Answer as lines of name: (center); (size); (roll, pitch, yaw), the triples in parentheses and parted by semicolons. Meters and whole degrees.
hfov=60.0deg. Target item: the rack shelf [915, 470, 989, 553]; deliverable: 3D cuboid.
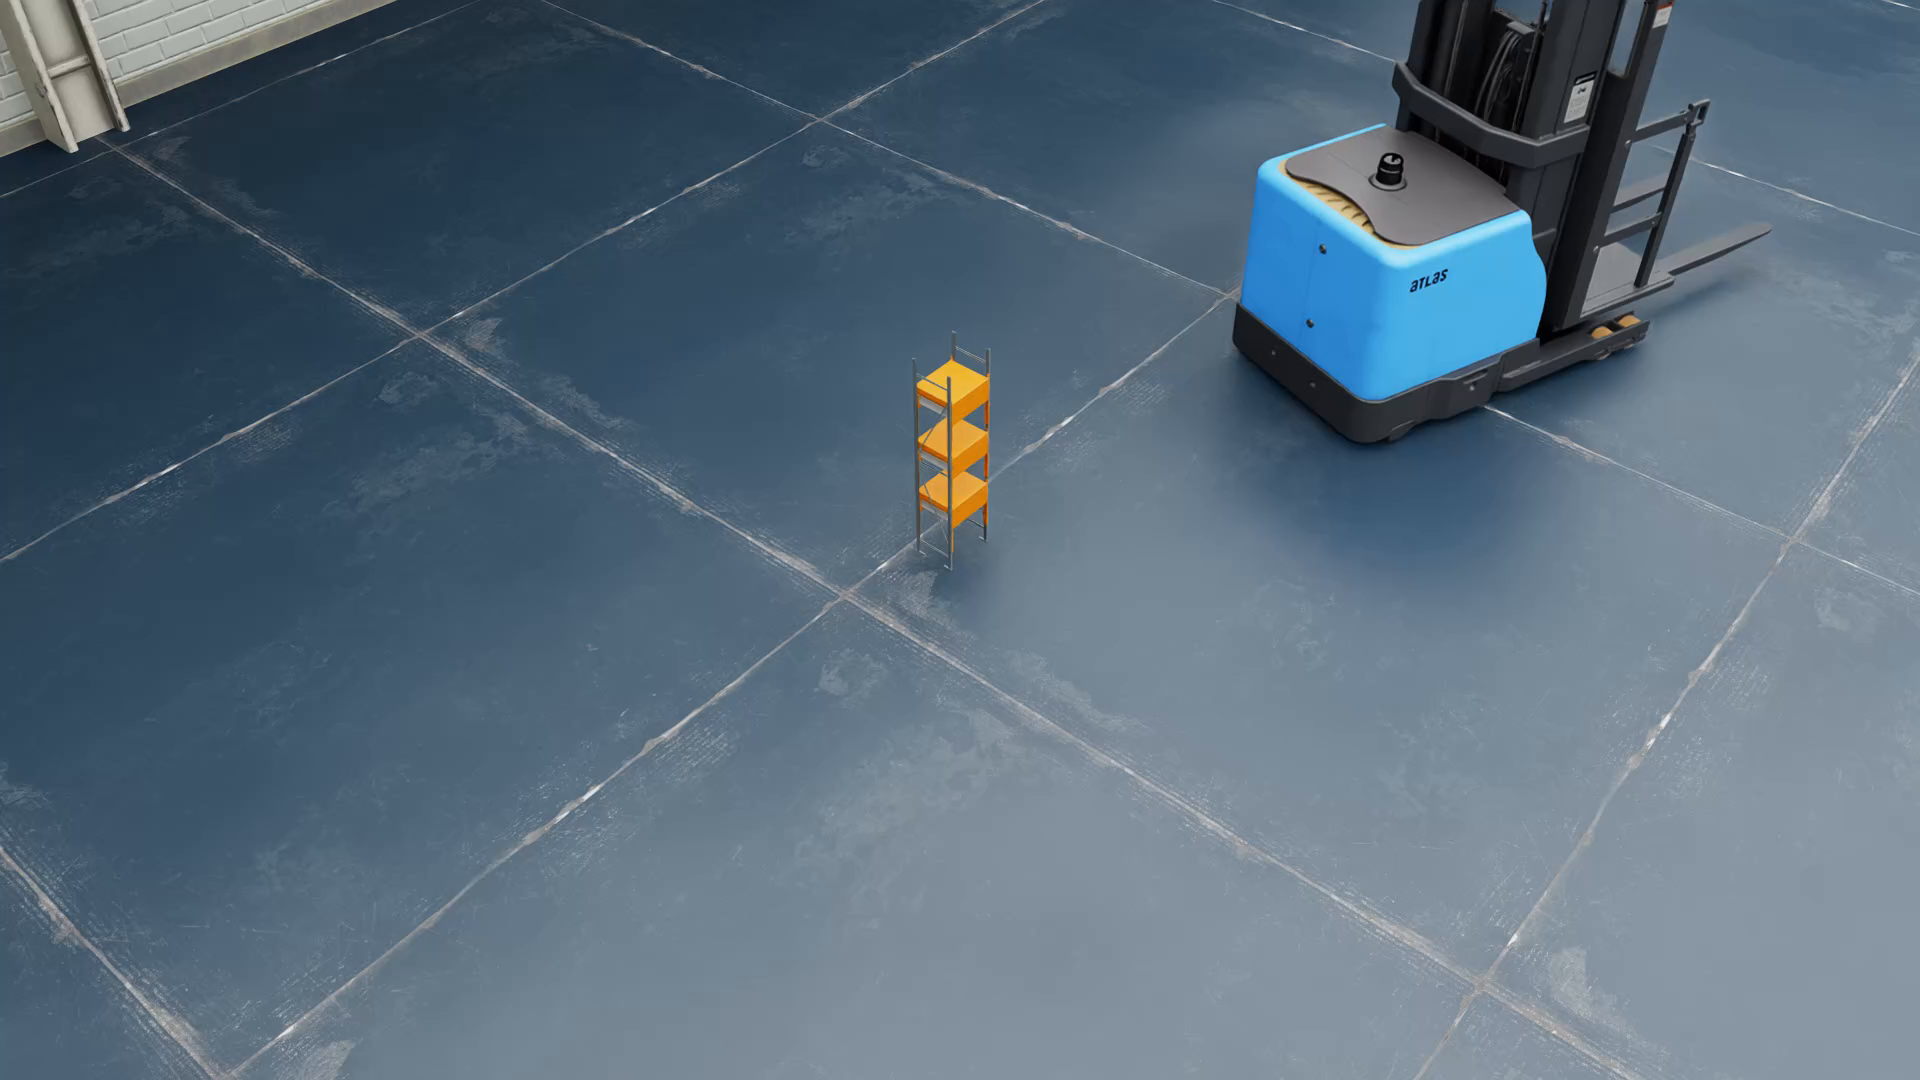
rack shelf: (-0.034, -0.147, 7.243); (0.215, 0.259, 0.240); (29, 50, 28)

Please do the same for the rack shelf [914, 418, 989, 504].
rack shelf: (-0.034, -0.353, 7.056); (0.215, 0.259, 0.240); (29, 50, 28)

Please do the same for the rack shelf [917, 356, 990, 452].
rack shelf: (-0.034, -0.563, 6.865); (0.215, 0.259, 0.240); (29, 50, 28)

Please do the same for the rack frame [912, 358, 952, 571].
rack frame: (-0.113, -0.298, 6.980); (0.200, 1.050, 0.008); (29, 50, 28)

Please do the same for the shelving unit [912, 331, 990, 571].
shelving unit: (-0.034, -0.361, 7.049); (0.215, 1.050, 0.252); (29, 50, 28)

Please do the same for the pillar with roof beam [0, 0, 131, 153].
pillar with roof beam: (-2.040, -3.957, 5.095); (9.100, 9.000, 0.400); (29, 50, 28)

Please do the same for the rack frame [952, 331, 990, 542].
rack frame: (0.044, -0.424, 7.118); (0.200, 1.050, 0.008); (29, 50, 28)

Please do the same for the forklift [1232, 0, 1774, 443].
forklift: (2.913, -2.282, 7.764); (3.031, 2.935, 1.130); (-22, 47, -22)
